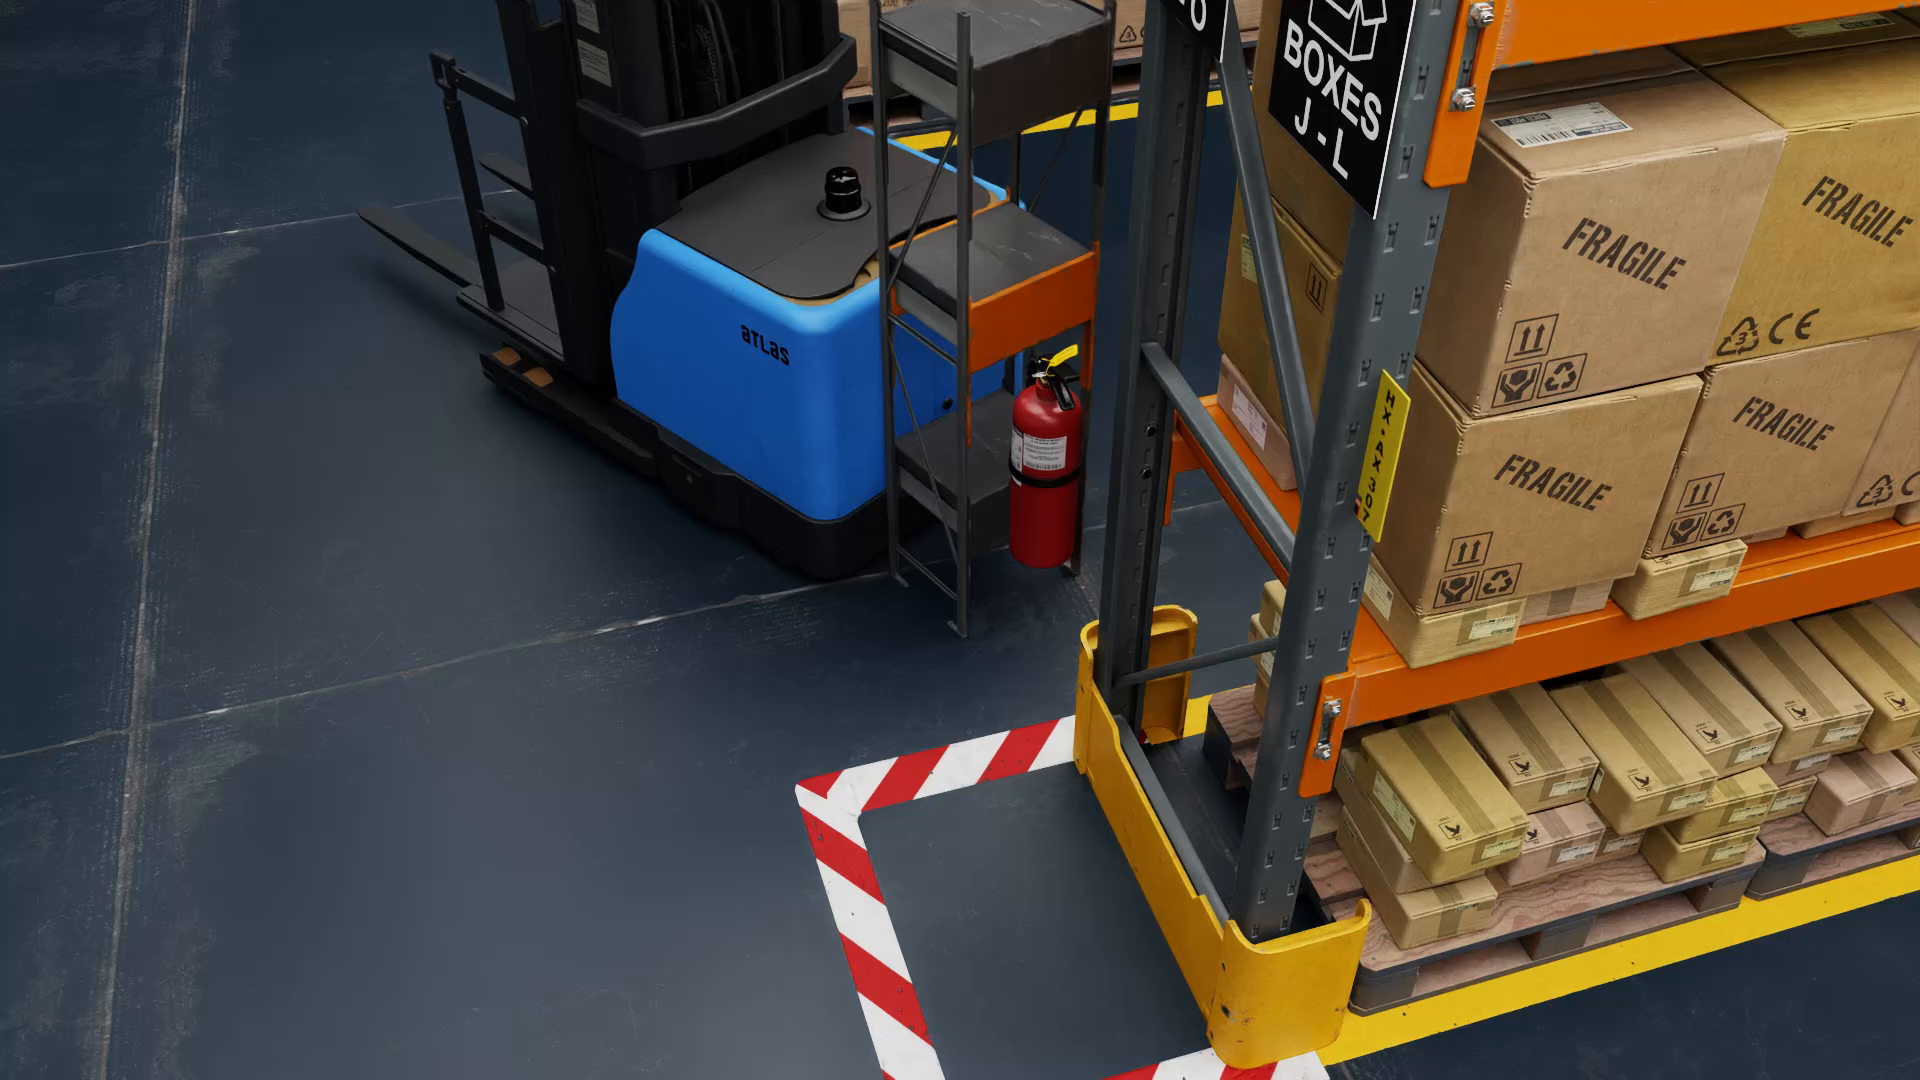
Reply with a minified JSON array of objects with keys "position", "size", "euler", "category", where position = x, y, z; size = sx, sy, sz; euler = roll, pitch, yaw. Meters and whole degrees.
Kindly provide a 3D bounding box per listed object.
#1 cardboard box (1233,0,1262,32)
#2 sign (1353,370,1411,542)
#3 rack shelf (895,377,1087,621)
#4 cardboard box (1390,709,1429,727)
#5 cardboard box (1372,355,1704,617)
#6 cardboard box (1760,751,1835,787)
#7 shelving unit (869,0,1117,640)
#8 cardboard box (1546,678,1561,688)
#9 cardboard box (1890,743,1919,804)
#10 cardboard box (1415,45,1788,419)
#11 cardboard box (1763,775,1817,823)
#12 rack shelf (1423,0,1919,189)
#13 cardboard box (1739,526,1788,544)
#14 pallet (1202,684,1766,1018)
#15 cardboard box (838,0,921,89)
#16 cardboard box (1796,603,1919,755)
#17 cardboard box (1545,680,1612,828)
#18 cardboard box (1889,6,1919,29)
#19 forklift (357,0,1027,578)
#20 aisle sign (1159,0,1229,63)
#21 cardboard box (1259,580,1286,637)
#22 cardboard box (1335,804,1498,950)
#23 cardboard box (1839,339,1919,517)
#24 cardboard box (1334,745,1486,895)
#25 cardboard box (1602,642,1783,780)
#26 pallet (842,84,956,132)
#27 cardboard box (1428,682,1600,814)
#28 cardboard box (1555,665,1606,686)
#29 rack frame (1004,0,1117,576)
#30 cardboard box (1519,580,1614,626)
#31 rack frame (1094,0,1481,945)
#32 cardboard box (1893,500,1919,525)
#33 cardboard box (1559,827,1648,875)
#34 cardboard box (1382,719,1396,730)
[{"position":[1.337,-2.998,8.530],"size":[0.875,0.438,0.875],"euler":[-13,43,-14],"category":"cardboard box"},{"position":[0.753,-0.148,2.981],"size":[0.005,0.325,0.100],"euler":[-12,42,-13],"category":"sign"},{"position":[0.084,-0.137,5.395],"size":[0.480,0.518,0.431],"euler":[-28,48,-28],"category":"rack shelf"},{"position":[1.273,0.340,4.702],"size":[0.250,0.149,0.380],"euler":[-13,43,-14],"category":"cardboard box"},{"position":[1.101,-0.227,3.428],"size":[0.500,0.500,0.500],"euler":[-10,42,-11],"category":"cardboard box"},{"position":[2.153,0.482,4.540],"size":[0.250,0.149,0.380],"euler":[-14,43,-15],"category":"cardboard box"},{"position":[0.085,-0.674,4.926],"size":[0.503,2.100,0.431],"euler":[-28,48,-28],"category":"shelving unit"},{"position":[1.753,0.349,4.918],"size":[0.250,0.149,0.380],"euler":[-11,42,-13],"category":"cardboard box"},{"position":[2.657,0.537,4.704],"size":[0.250,0.149,0.380],"euler":[-12,42,-13],"category":"cardboard box"},{"position":[1.098,-0.610,3.107],"size":[0.500,0.500,0.500],"euler":[-12,43,-13],"category":"cardboard box"},{"position":[2.137,0.602,4.628],"size":[0.250,0.149,0.380],"euler":[-12,42,-13],"category":"cardboard box"},{"position":[2.497,-1.416,3.358],"size":[4.000,0.370,1.077],"euler":[-12,42,-13],"category":"rack shelf"},{"position":[1.706,-0.159,3.843],"size":[0.250,0.149,0.380],"euler":[-10,42,-11],"category":"cardboard box"},{"position":[1.448,0.735,4.749],"size":[1.213,0.211,1.003],"euler":[-12,42,-13],"category":"pallet"},{"position":[-0.394,-2.635,8.114],"size":[0.875,0.438,0.875],"euler":[-13,43,-15],"category":"cardboard box"},{"position":[2.441,0.366,4.446],"size":[0.250,0.149,0.380],"euler":[-11,42,-12],"category":"cardboard box"},{"position":[1.652,0.576,4.432],"size":[0.250,0.149,0.380],"euler":[-11,42,-13],"category":"cardboard box"},{"position":[2.080,-0.803,3.327],"size":[0.500,0.500,0.500],"euler":[-13,43,-14],"category":"cardboard box"},{"position":[-1.195,-1.818,5.603],"size":[3.031,2.935,1.130],"euler":[31,50,30],"category":"forklift"},{"position":[0.430,-1.315,2.999],"size":[0.004,0.787,0.394],"euler":[-12,42,-13],"category":"aisle sign"},{"position":[1.018,0.266,4.562],"size":[0.250,0.149,0.380],"euler":[-11,42,-13],"category":"cardboard box"},{"position":[1.186,0.851,4.344],"size":[0.250,0.149,0.380],"euler":[-11,42,-12],"category":"cardboard box"},{"position":[2.075,-0.438,3.669],"size":[0.500,0.500,0.500],"euler":[-11,42,-12],"category":"cardboard box"},{"position":[1.167,0.699,4.292],"size":[0.250,0.149,0.380],"euler":[-10,42,-11],"category":"cardboard box"},{"position":[1.909,0.439,4.364],"size":[0.250,0.149,0.380],"euler":[-14,43,-15],"category":"cardboard box"},{"position":[-0.254,-2.406,8.343],"size":[1.213,0.211,1.003],"euler":[-12,42,-13],"category":"pallet"},{"position":[1.418,0.509,4.283],"size":[0.250,0.149,0.380],"euler":[-11,42,-12],"category":"cardboard box"},{"position":[1.790,0.266,4.788],"size":[0.250,0.149,0.380],"euler":[-12,43,-14],"category":"cardboard box"},{"position":[0.276,-0.774,5.040],"size":[0.015,2.100,0.400],"euler":[-28,48,-28],"category":"rack frame"},{"position":[1.227,-0.002,3.664],"size":[0.250,0.149,0.380],"euler":[-10,42,-12],"category":"cardboard box"},{"position":[0.590,-0.162,3.656],"size":[0.127,3.000,1.000],"euler":[-12,42,-13],"category":"rack frame"},{"position":[2.216,-0.228,3.922],"size":[0.250,0.149,0.380],"euler":[-12,43,-14],"category":"cardboard box"},{"position":[1.645,0.694,4.523],"size":[0.250,0.149,0.380],"euler":[-11,42,-13],"category":"cardboard box"},{"position":[1.244,0.404,4.855],"size":[0.250,0.149,0.380],"euler":[-10,42,-12],"category":"cardboard box"}]
